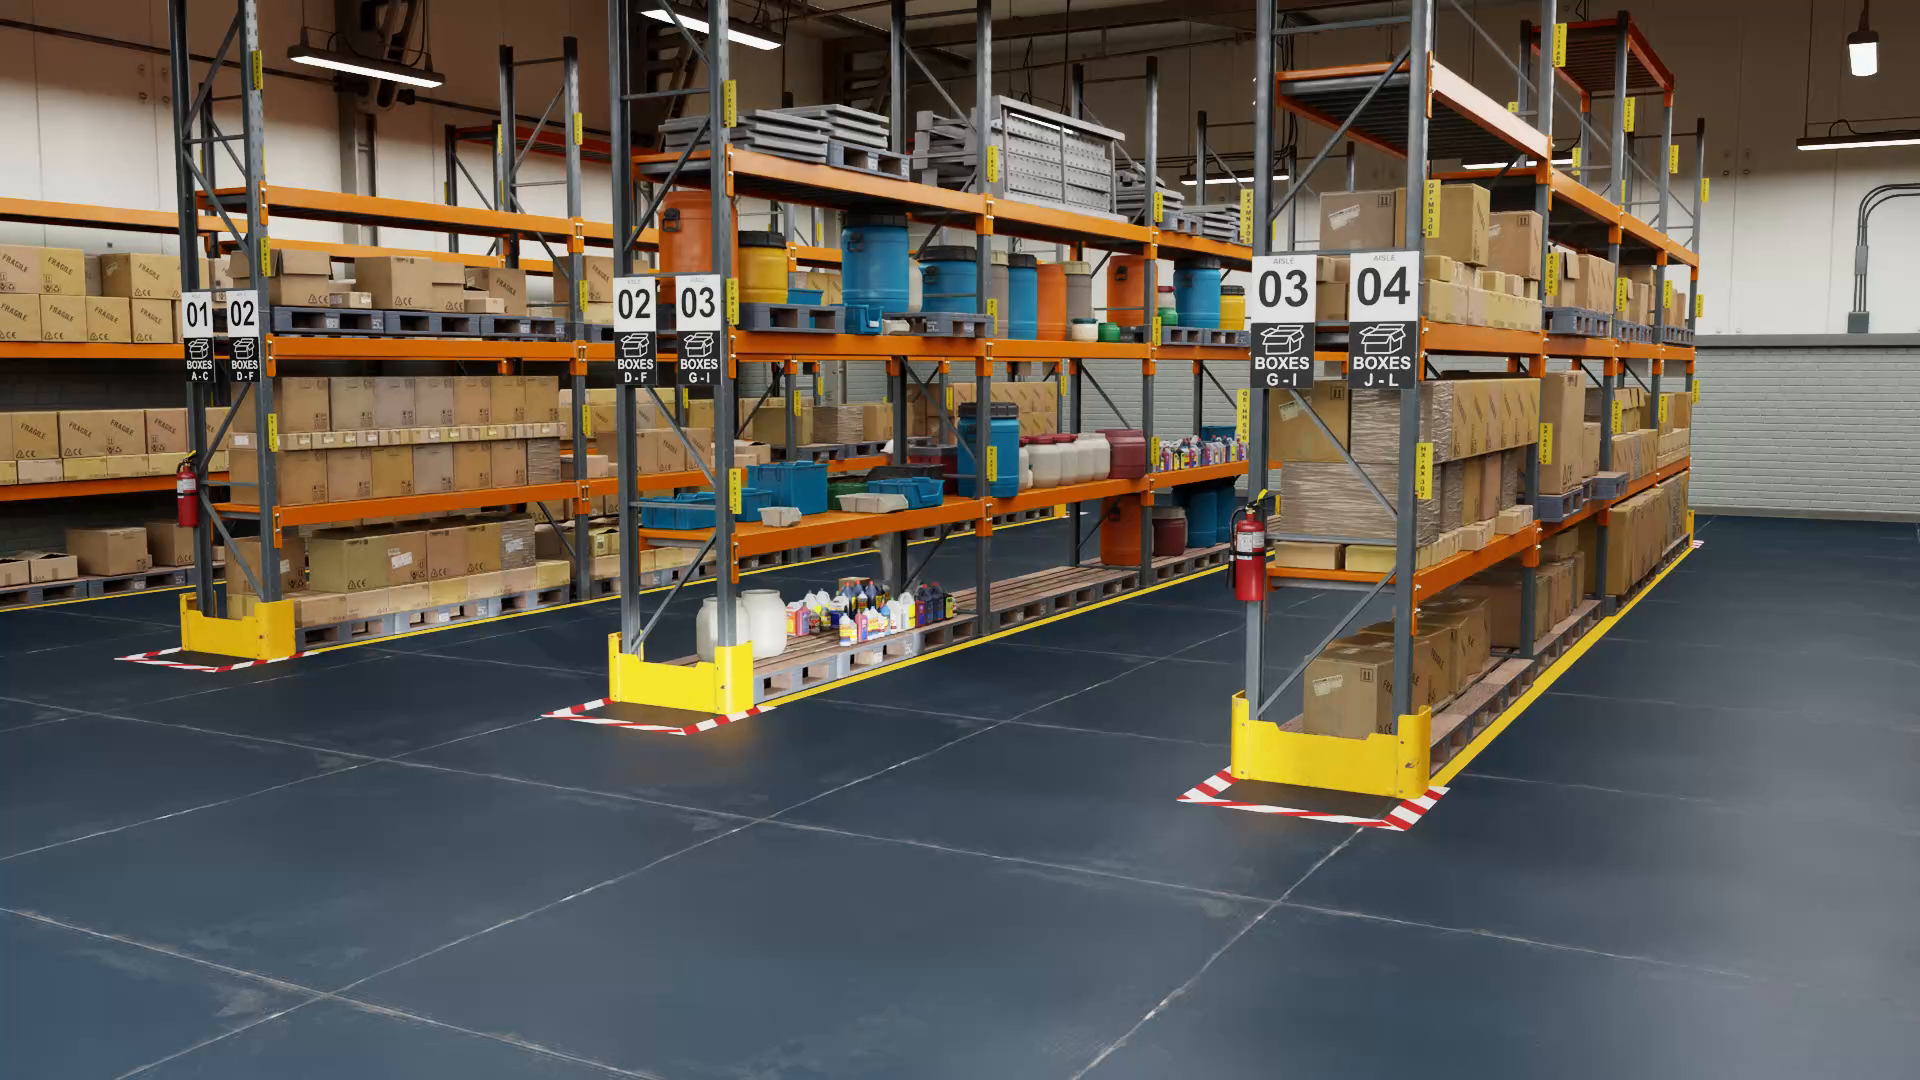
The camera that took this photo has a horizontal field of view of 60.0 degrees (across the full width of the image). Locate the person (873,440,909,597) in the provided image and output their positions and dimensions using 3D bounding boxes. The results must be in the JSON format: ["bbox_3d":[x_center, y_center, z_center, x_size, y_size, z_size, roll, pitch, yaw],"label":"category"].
[{"bbox_3d":[-0.745,-0.176,17.807,0.426,1.795,0.577,3,7,29],"label":"person"}]
